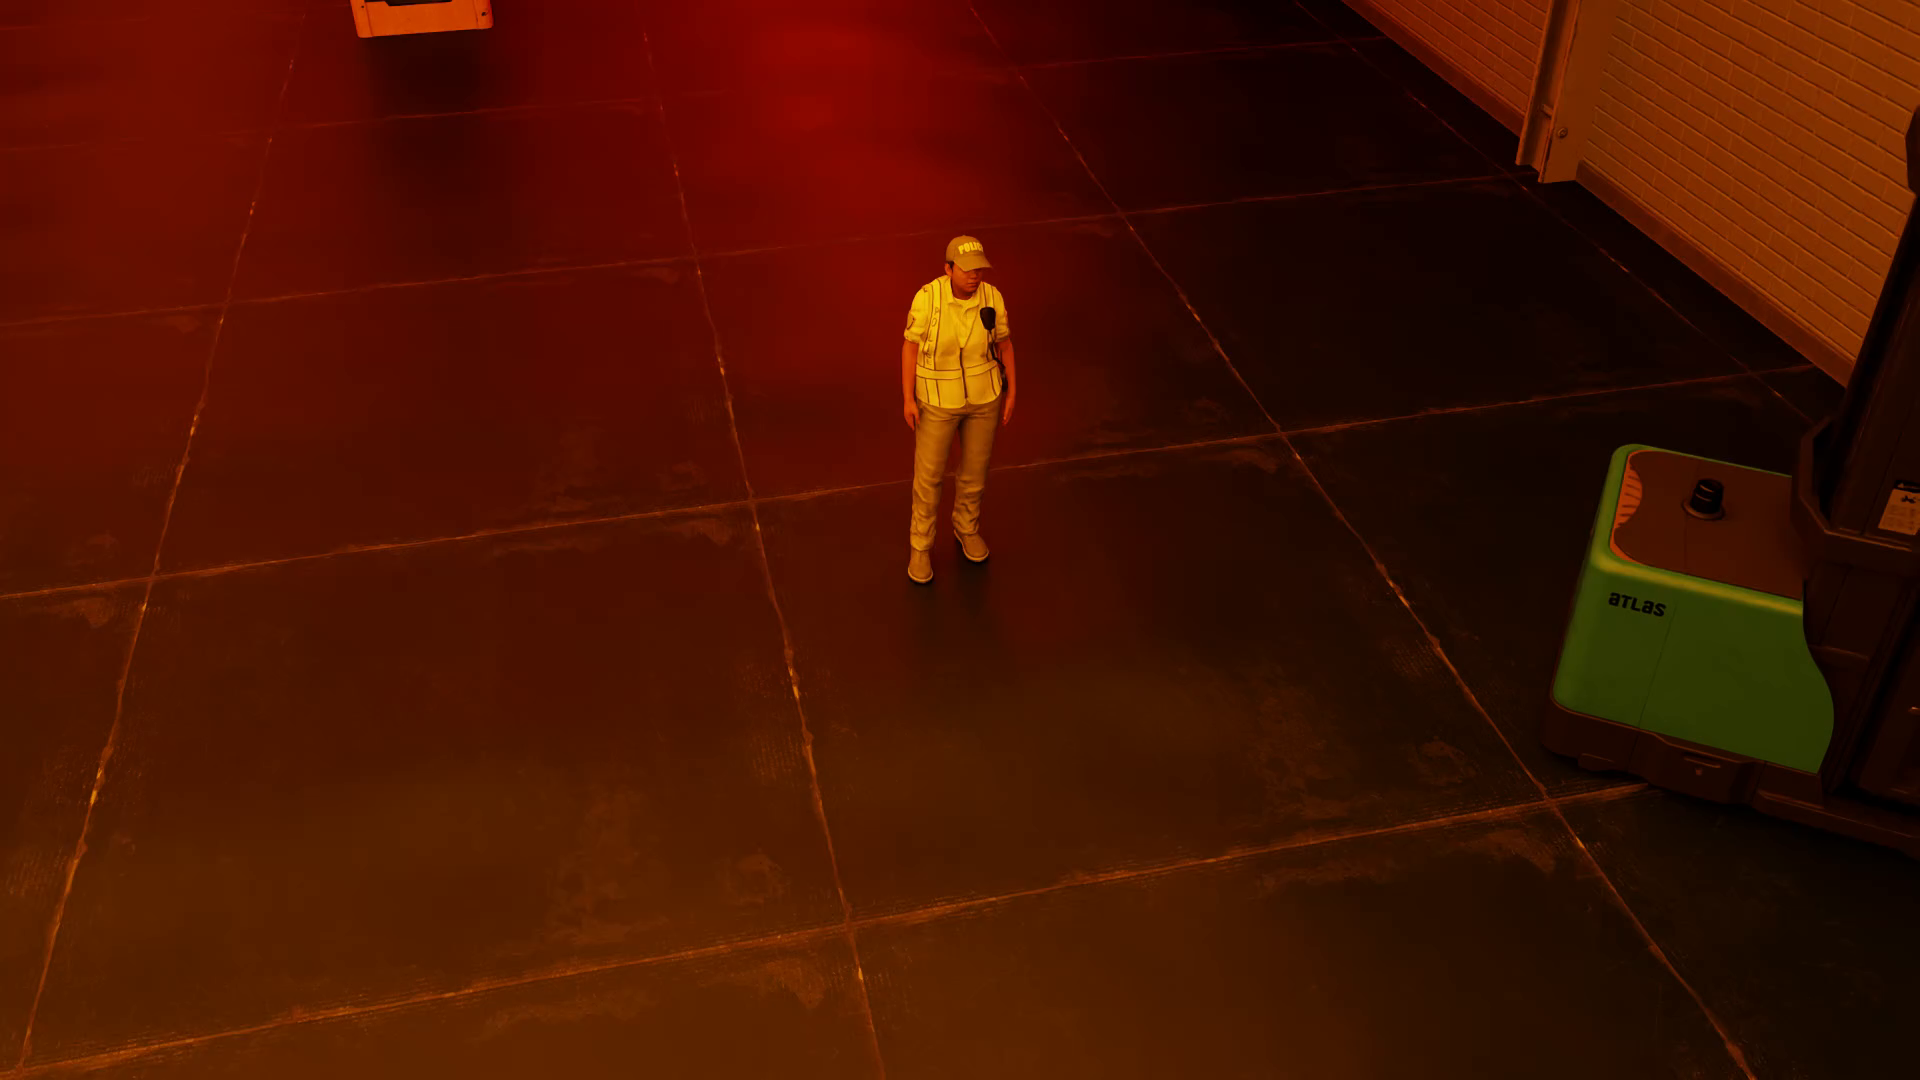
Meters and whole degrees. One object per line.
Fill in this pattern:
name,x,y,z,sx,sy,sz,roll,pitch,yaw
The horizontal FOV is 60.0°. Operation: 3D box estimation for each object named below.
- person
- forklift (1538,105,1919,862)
person,-0.005,-0.636,8.003,0.598,1.670,0.529,-8,36,-11
forklift,4.081,-0.157,6.269,3.031,2.935,1.130,14,38,19
